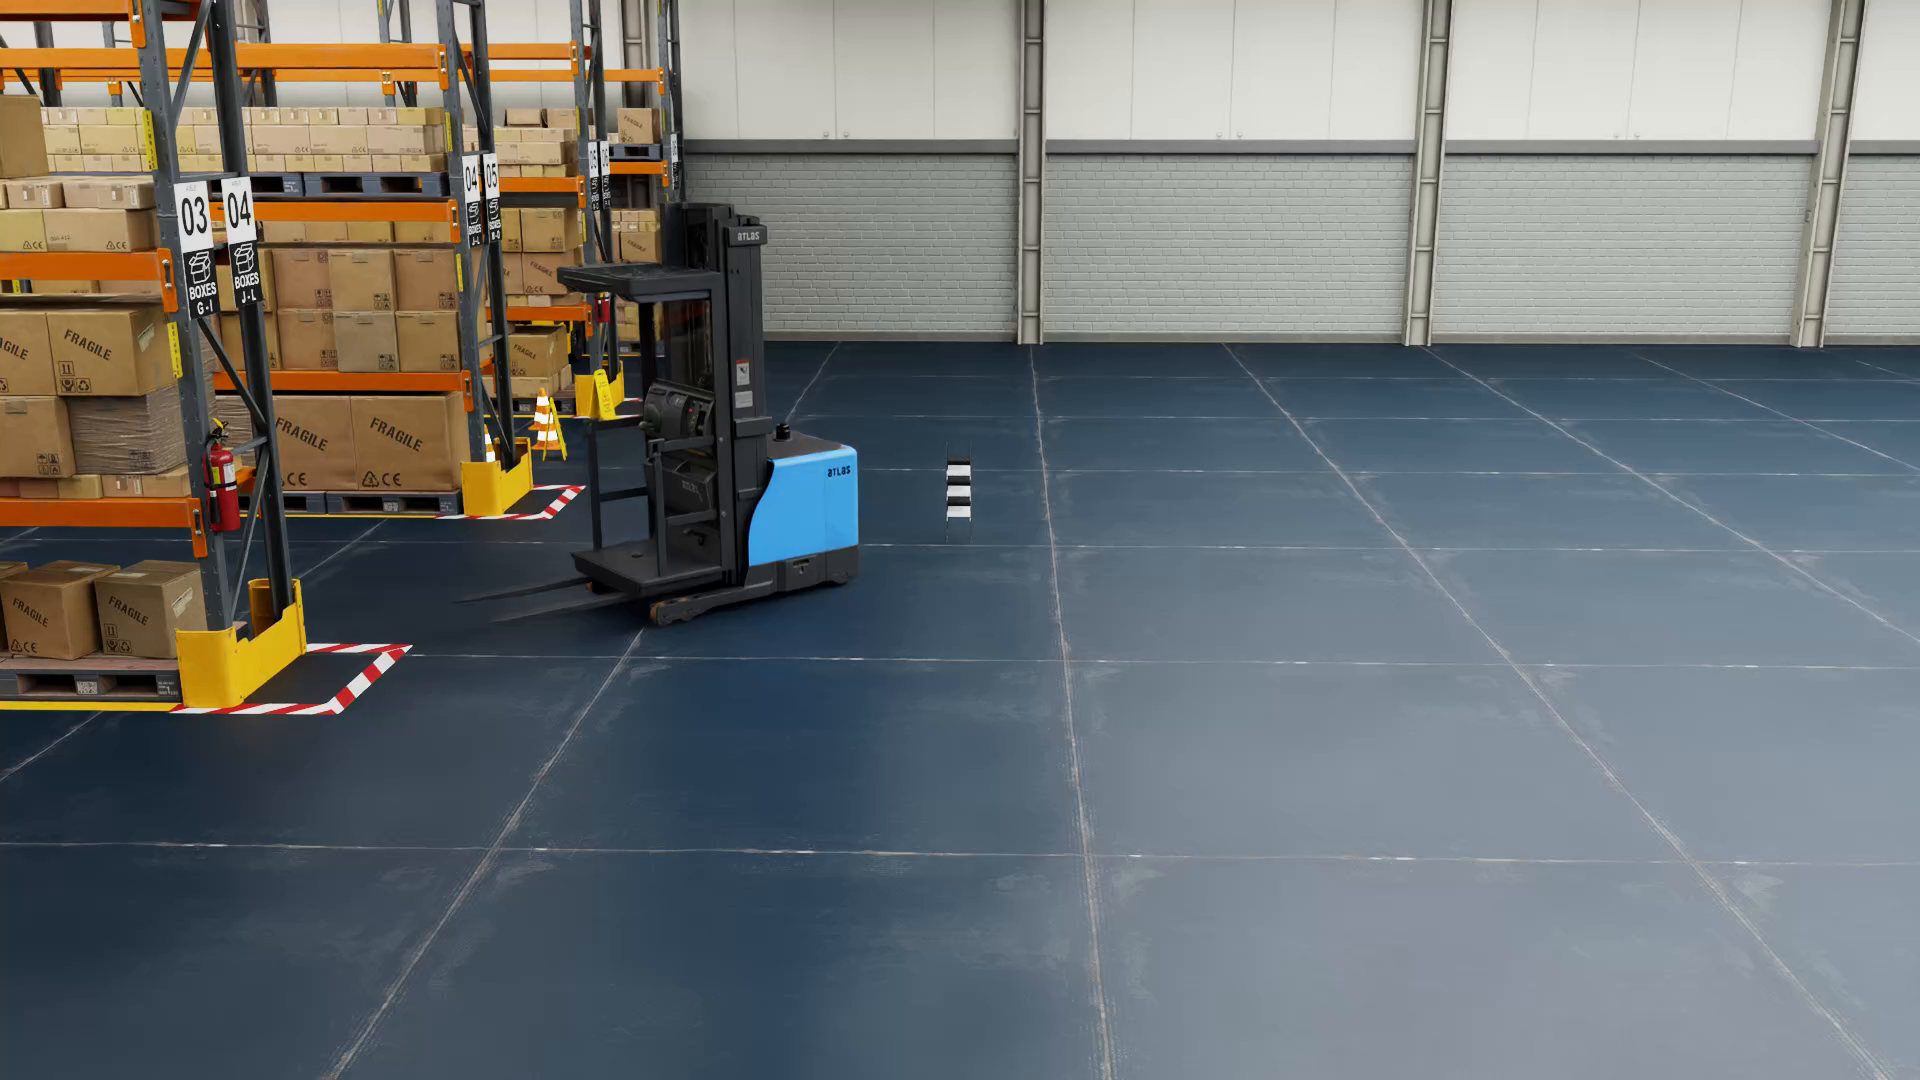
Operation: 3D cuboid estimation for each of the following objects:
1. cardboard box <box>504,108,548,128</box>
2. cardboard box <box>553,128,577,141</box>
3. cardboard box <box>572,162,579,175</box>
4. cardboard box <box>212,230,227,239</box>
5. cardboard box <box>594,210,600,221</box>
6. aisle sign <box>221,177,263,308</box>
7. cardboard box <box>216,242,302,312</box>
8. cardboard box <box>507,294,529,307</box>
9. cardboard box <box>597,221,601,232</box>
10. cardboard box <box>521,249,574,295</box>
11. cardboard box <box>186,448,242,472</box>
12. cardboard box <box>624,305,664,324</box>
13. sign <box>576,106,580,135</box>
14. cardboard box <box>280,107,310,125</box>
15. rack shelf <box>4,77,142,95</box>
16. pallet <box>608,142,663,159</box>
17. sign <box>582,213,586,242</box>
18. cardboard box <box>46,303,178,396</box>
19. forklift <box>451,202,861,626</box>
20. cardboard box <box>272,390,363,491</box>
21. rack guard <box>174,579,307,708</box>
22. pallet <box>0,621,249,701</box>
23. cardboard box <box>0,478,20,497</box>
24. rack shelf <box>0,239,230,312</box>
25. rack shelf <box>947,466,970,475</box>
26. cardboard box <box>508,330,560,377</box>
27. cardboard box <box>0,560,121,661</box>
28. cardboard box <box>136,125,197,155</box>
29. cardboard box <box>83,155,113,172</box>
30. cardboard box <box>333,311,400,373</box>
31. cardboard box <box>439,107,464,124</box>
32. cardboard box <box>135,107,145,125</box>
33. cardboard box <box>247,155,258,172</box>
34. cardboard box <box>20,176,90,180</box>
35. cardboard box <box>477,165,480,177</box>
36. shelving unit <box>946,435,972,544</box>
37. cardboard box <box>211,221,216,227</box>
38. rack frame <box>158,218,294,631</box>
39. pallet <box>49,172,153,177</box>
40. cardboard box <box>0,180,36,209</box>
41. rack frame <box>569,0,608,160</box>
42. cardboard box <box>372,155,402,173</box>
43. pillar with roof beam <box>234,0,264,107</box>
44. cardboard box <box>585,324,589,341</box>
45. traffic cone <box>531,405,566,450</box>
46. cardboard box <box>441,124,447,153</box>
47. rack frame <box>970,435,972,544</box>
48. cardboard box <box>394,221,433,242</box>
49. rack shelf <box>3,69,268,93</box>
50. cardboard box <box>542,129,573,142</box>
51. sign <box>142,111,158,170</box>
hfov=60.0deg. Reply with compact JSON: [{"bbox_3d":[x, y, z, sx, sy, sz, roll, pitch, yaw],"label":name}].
[{"bbox_3d":[-6.280,-6.082,24.410,0.637,0.503,0.797,1,15,3],"label":"cardboard box"},{"bbox_3d":[-4.699,-4.847,19.879,0.250,0.149,0.380,0,15,1],"label":"cardboard box"},{"bbox_3d":[-4.672,-4.492,20.097,0.250,0.149,0.380,0,15,1],"label":"cardboard box"},{"bbox_3d":[-8.815,-3.444,19.910,0.500,0.500,0.500,0,15,0],"label":"cardboard box"},{"bbox_3d":[-5.346,-4.807,24.630,0.250,0.149,0.380,0,15,2],"label":"cardboard box"},{"bbox_3d":[-4.532,-1.884,10.504,0.004,0.787,0.394,0,15,1],"label":"aisle sign"},{"bbox_3d":[-6.386,-2.410,15.185,0.500,0.550,0.875,0,15,1],"label":"cardboard box"},{"bbox_3d":[-5.240,-2.885,19.886,0.250,0.149,0.380,0,15,0],"label":"cardboard box"},{"bbox_3d":[-5.341,-4.652,24.626,0.250,0.149,0.380,0,15,1],"label":"cardboard box"},{"bbox_3d":[-4.899,-3.203,19.822,0.500,0.500,0.500,0,15,0],"label":"cardboard box"},{"bbox_3d":[-4.881,-0.492,10.816,0.250,0.149,0.380,0,15,1],"label":"cardboard box"},{"bbox_3d":[-4.720,-3.382,24.867,0.500,0.250,0.500,0,15,1],"label":"cardboard box"},{"bbox_3d":[-4.383,-4.815,19.094,0.005,0.325,0.100,0,15,1],"label":"sign"},{"bbox_3d":[-5.734,-3.703,14.527,0.250,0.149,0.380,0,15,2],"label":"cardboard box"},{"bbox_3d":[-14.223,-6.768,24.548,4.000,0.370,1.077,0,15,1],"label":"rack shelf"},{"bbox_3d":[-4.932,-5.763,24.595,1.213,0.211,1.003,0,15,1],"label":"pallet"},{"bbox_3d":[-4.383,-3.649,19.402,0.005,0.325,0.100,0,15,1],"label":"sign"},{"bbox_3d":[-5.158,-1.167,10.143,0.500,0.500,0.500,0,15,1],"label":"cardboard box"},{"bbox_3d":[-2.244,-0.950,12.194,3.031,2.935,1.130,-12,19,-38],"label":"forklift"},{"bbox_3d":[-5.934,-0.983,15.529,0.875,0.875,0.875,0,15,1],"label":"cardboard box"},{"bbox_3d":[-4.678,0.658,10.868,0.348,0.500,1.175,0,15,1],"label":"rack guard"},{"bbox_3d":[-5.489,0.783,10.959,1.213,0.211,1.003,0,15,1],"label":"pallet"},{"bbox_3d":[-5.892,-0.386,10.417,0.250,0.149,0.380,0,15,1],"label":"cardboard box"},{"bbox_3d":[-6.601,-1.666,10.305,4.000,0.370,1.077,0,15,1],"label":"rack shelf"},{"bbox_3d":[-0.008,-0.577,14.188,0.200,0.077,0.258,0,15,1],"label":"rack shelf"},{"bbox_3d":[-5.157,-2.253,20.095,0.500,0.500,0.500,0,15,2],"label":"cardboard box"},{"bbox_3d":[-5.824,0.452,10.825,0.500,0.500,0.500,4,15,16],"label":"cardboard box"},{"bbox_3d":[-6.883,-3.533,14.664,0.500,0.250,0.500,0,15,1],"label":"cardboard box"},{"bbox_3d":[-7.510,-3.329,14.671,0.250,0.149,0.380,0,15,1],"label":"cardboard box"},{"bbox_3d":[-5.297,-1.876,15.277,0.550,0.550,0.875,0,15,1],"label":"cardboard box"},{"bbox_3d":[-4.700,-3.864,15.136,0.250,0.149,0.380,1,15,2],"label":"cardboard box"},{"bbox_3d":[-6.999,-3.712,14.558,0.250,0.149,0.380,1,15,2],"label":"cardboard box"},{"bbox_3d":[-6.240,-3.321,14.641,0.250,0.149,0.380,1,15,2],"label":"cardboard box"},{"bbox_3d":[-5.654,-2.199,10.425,0.250,0.149,0.380,1,15,4],"label":"cardboard box"},{"bbox_3d":[-5.729,-4.350,19.559,0.250,0.149,0.380,0,15,1],"label":"cardboard box"},{"bbox_3d":[-0.008,-0.435,14.225,0.210,0.900,0.258,0,15,1],"label":"shelving unit"},{"bbox_3d":[-11.126,-4.686,24.752,0.250,0.149,0.380,1,15,2],"label":"cardboard box"},{"bbox_3d":[-4.602,-0.551,10.547,0.127,3.000,1.000,0,15,1],"label":"rack frame"},{"bbox_3d":[-7.555,-3.240,15.036,1.213,0.211,1.003,0,15,1],"label":"pallet"},{"bbox_3d":[-5.673,-2.044,9.841,0.250,0.149,0.380,0,15,2],"label":"cardboard box"},{"bbox_3d":[-4.349,-5.979,19.361,0.127,3.000,1.000,0,15,1],"label":"rack frame"},{"bbox_3d":[-4.967,-3.313,14.609,0.250,0.149,0.380,0,15,2],"label":"cardboard box"},{"bbox_3d":[-11.007,-6.420,21.034,0.400,9.000,9.100,0,15,1],"label":"pillar with roof beam"},{"bbox_3d":[-5.700,-3.151,24.970,0.500,0.250,0.500,1,15,2],"label":"cardboard box"},{"bbox_3d":[-4.500,-1.240,18.132,0.334,0.463,0.336,0,15,1],"label":"traffic cone"},{"bbox_3d":[-4.850,-3.656,15.131,0.500,0.250,0.500,0,15,1],"label":"cardboard box"},{"bbox_3d":[0.094,-0.435,14.223,0.006,0.900,0.240,0,15,1],"label":"rack frame"},{"bbox_3d":[-6.379,-3.722,19.829,0.500,0.500,0.700,0,15,1],"label":"cardboard box"},{"bbox_3d":[-10.347,-5.476,19.652,4.000,0.370,1.077,0,15,1],"label":"rack shelf"},{"bbox_3d":[-4.695,-4.719,19.396,0.250,0.149,0.380,1,15,2],"label":"cardboard box"},{"bbox_3d":[-4.636,-2.288,9.515,0.005,0.325,0.100,0,15,1],"label":"sign"}]
